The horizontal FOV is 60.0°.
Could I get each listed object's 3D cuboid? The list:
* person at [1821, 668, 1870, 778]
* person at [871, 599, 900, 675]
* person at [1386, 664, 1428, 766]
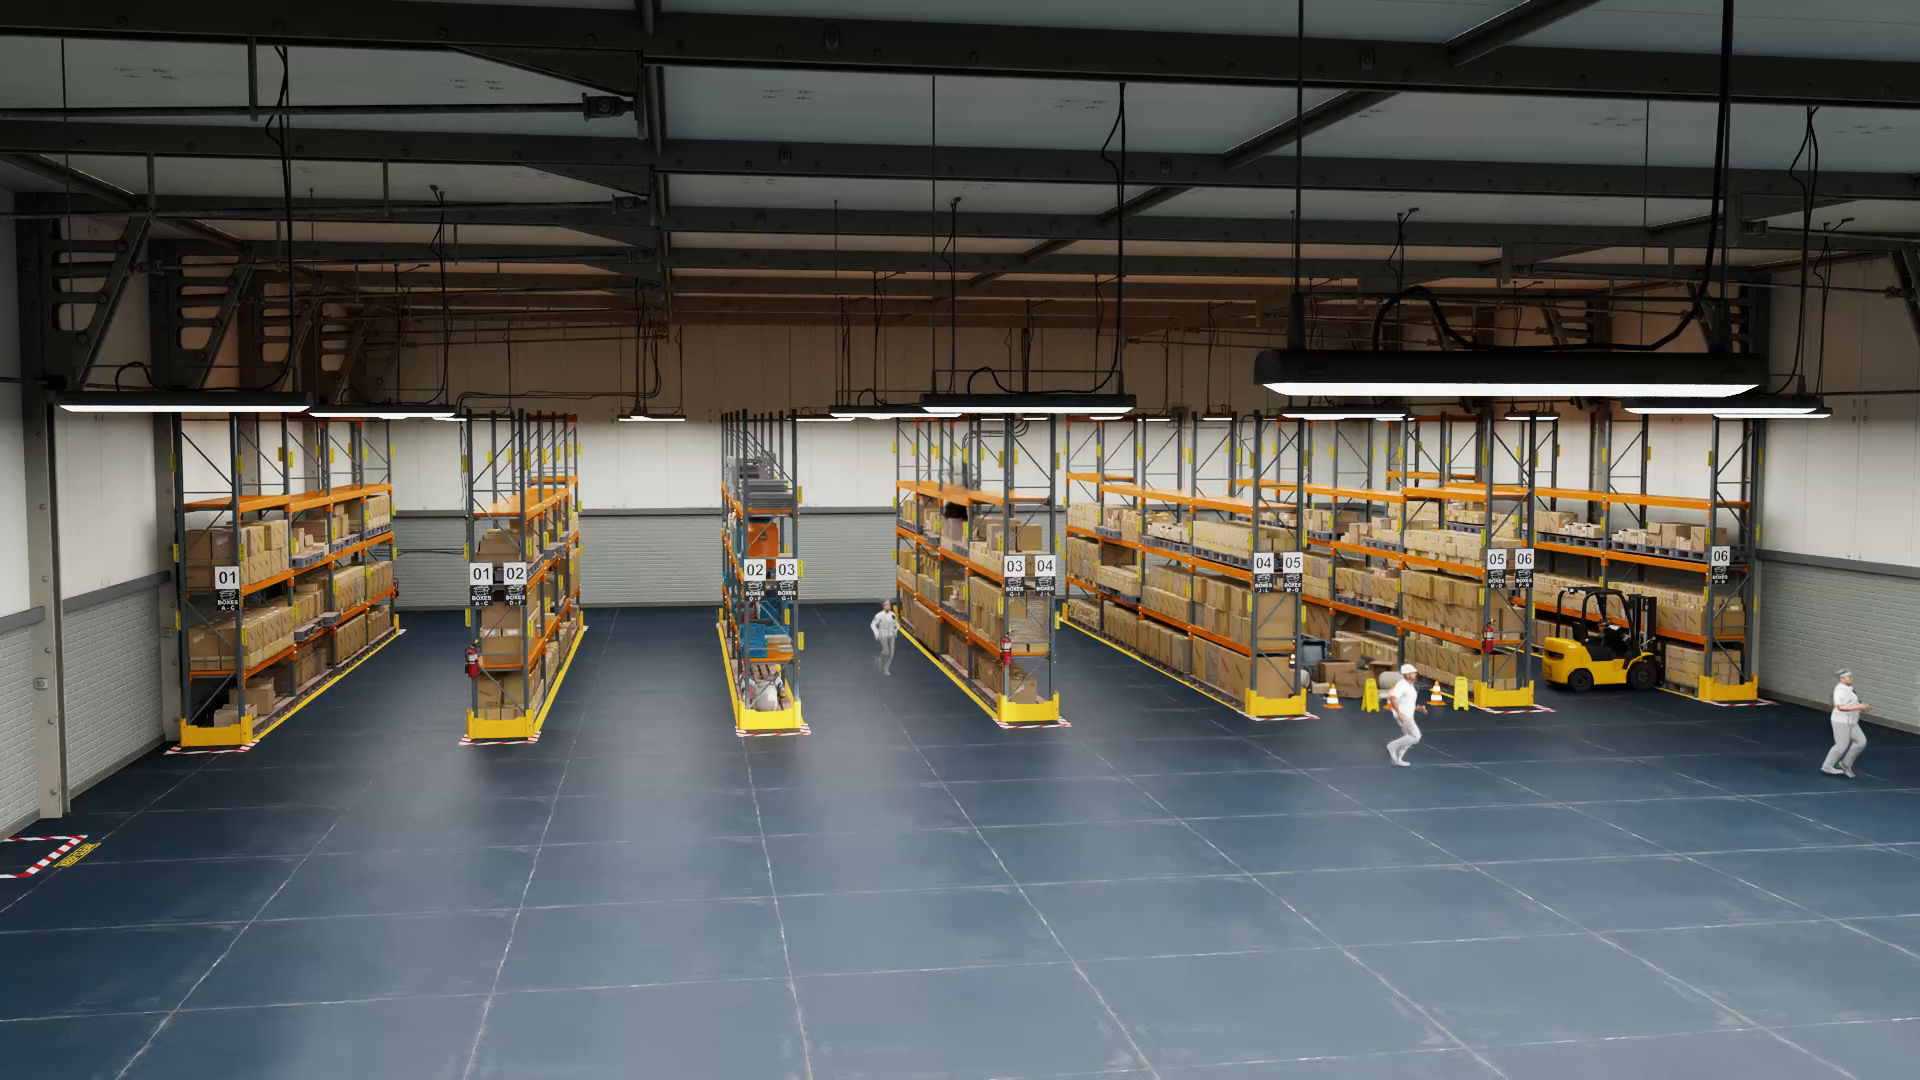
[{"bbox_3d":[14.371,2.974,26.918,0.641,1.826,0.696,-4,6,-45],"label":"person"},{"bbox_3d":[-1.578,2.096,36.000,0.618,1.653,0.489,-2,4,-23],"label":"person"},{"bbox_3d":[7.469,2.929,27.782,0.620,1.713,0.693,2,4,25],"label":"person"}]
